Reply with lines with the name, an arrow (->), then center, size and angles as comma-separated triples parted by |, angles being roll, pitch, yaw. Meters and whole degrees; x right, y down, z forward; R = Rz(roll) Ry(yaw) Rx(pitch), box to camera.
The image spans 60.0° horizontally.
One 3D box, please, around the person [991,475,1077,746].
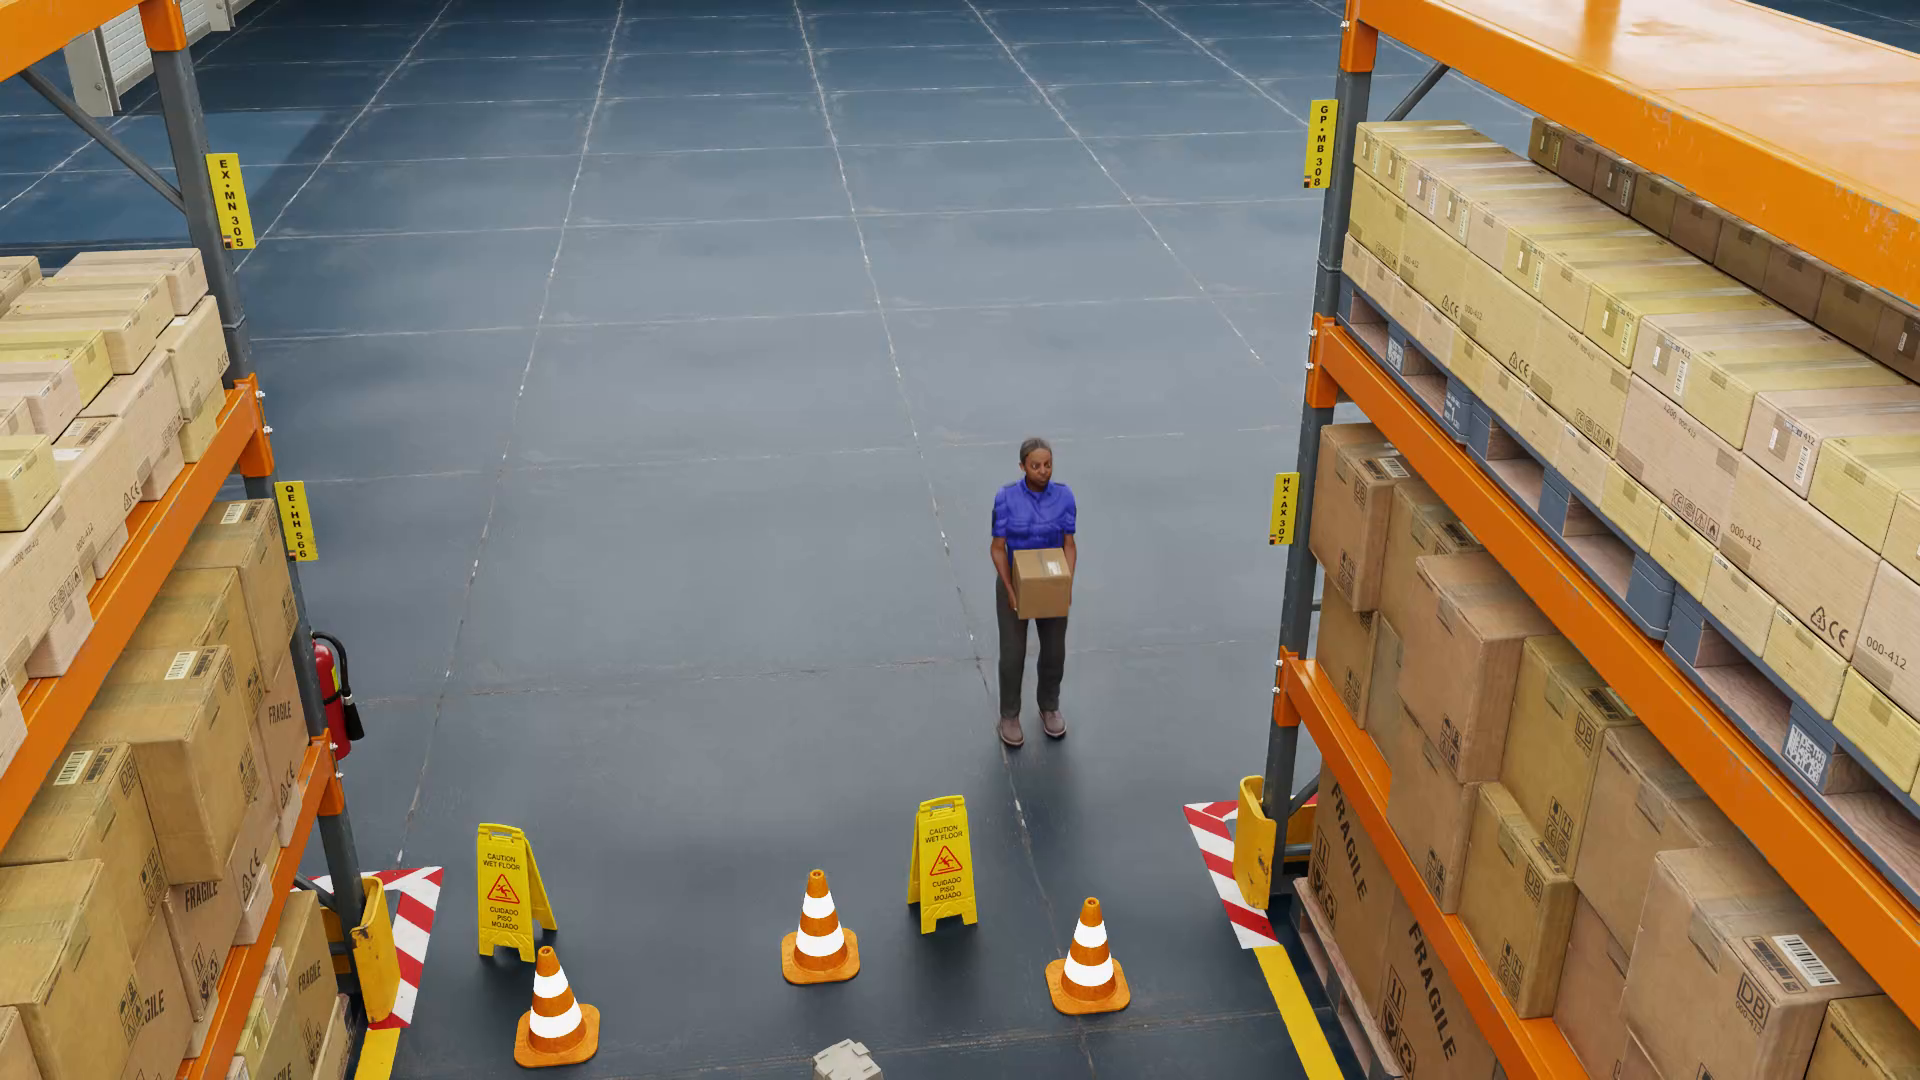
person -> 0.383, 0.364, 8.631 | 0.439, 1.436, 0.394 | -3, 27, -6
